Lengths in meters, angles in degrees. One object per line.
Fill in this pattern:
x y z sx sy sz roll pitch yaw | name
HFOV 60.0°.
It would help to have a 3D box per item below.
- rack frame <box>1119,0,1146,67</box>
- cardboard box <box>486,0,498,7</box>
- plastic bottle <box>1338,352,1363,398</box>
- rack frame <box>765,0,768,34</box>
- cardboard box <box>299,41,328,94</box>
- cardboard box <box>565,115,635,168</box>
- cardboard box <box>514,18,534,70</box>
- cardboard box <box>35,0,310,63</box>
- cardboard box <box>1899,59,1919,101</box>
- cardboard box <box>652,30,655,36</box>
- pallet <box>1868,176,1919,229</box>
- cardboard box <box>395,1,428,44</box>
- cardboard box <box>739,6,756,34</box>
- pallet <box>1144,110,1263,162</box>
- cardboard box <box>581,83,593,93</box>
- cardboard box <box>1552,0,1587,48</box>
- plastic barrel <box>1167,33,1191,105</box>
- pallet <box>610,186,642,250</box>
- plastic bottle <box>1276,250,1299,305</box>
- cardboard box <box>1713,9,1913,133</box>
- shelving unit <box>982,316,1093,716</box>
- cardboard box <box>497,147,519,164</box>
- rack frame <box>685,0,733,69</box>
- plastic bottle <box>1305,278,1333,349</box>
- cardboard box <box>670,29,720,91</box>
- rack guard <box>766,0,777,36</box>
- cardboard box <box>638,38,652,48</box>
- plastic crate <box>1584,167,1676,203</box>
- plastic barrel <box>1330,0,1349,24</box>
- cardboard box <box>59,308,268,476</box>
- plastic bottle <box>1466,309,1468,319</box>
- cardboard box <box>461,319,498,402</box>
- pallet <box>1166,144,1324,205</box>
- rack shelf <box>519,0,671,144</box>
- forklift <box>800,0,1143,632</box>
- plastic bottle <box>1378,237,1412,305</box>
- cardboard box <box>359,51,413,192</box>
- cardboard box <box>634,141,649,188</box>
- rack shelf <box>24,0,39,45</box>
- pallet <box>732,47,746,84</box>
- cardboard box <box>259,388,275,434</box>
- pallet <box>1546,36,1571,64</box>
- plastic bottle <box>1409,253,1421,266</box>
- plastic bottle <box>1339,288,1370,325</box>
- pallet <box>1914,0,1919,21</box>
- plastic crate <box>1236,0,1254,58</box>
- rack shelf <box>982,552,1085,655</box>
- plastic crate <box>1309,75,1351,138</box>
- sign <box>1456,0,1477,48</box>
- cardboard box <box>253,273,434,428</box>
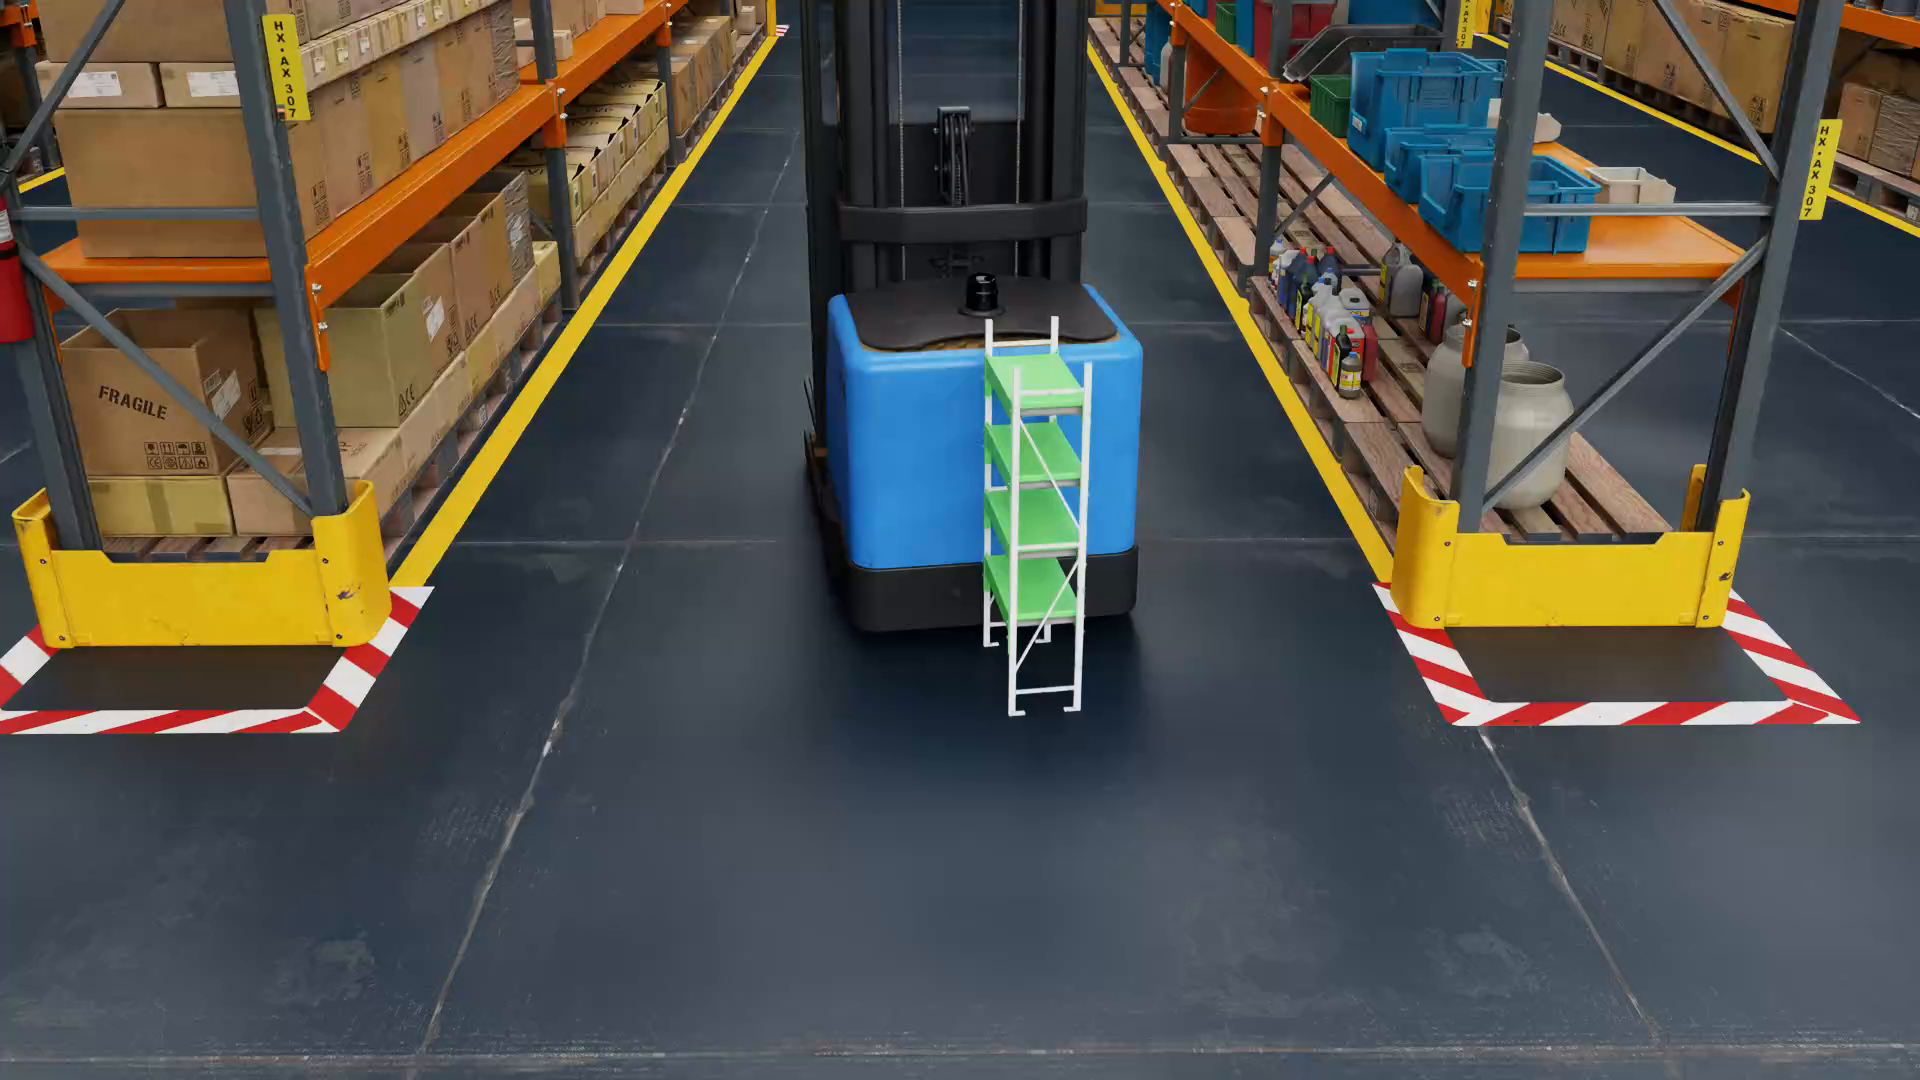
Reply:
2.131 -6.032 16.447 1.000 3.000 0.127 0 24 -1 | rack frame
-2.512 -2.735 8.249 0.380 0.149 0.250 -1 24 -2 | cardboard box
1.803 -0.768 7.669 0.097 0.201 0.097 0 24 0 | plastic bottle
-2.866 -7.660 20.046 1.000 3.000 0.127 0 24 -1 | rack frame
-2.486 -1.679 5.914 0.380 0.149 0.250 -1 24 -2 | cardboard box
-2.508 -2.714 11.257 0.500 0.311 0.500 0 24 1 | cardboard box
-2.784 -2.849 9.592 0.500 0.250 0.500 1 24 3 | cardboard box
-2.684 -1.917 5.654 0.700 0.500 0.500 0 24 0 | cardboard box
7.180 -3.315 12.029 0.500 0.250 0.500 2 24 5 | cardboard box
-3.050 -4.802 15.317 0.500 0.250 0.500 0 24 0 | cardboard box
7.145 -2.312 11.606 1.003 0.211 1.213 0 24 -1 | pallet
-2.496 -2.204 7.074 0.380 0.149 0.250 0 24 0 | cardboard box
-2.633 -5.993 19.163 0.500 0.250 0.500 0 24 -1 | cardboard box
2.124 -3.438 14.095 1.003 0.211 1.213 0 24 -1 | pallet
-3.067 -3.340 12.641 0.500 0.311 0.500 1 24 1 | cardboard box
7.147 -5.921 18.270 0.875 0.875 0.875 0 24 -1 | cardboard box
2.140 -4.143 14.688 0.600 0.588 0.708 0 24 -1 | plastic barrel
-2.798 -2.252 11.472 1.003 0.211 1.213 0 24 -1 | pallet
1.814 -1.429 9.040 0.152 0.276 0.135 1 24 1 | plastic bottle
7.141 -3.914 13.832 1.225 0.875 0.875 -1 24 -3 | cardboard box
0.241 -0.078 5.467 0.258 1.200 0.503 -4 25 -8 | shelving unit
-3.038 -2.289 10.317 0.500 0.311 0.500 0 24 1 | cardboard box
-2.822 -6.011 16.401 1.000 3.000 0.127 0 24 -1 | rack frame
1.819 -1.142 8.315 0.144 0.351 0.185 0 24 -1 | plastic bottle
-2.528 -4.460 15.472 0.500 0.500 0.500 0 24 0 | cardboard box
-2.865 -6.489 20.492 1.175 0.500 0.348 0 24 -1 | rack guard
-3.041 -4.238 14.981 0.500 0.500 0.500 -1 24 -3 | cardboard box
2.574 -1.337 6.387 0.298 0.136 0.250 0 24 -1 | plastic crate
2.427 -3.193 10.004 0.433 0.535 0.433 0 24 0 | plastic barrel
-2.995 -0.566 6.279 0.500 0.500 0.500 0 24 -1 | cardboard box
2.547 -1.059 8.229 0.097 0.271 0.097 0 24 0 | plastic bottle
-2.489 -0.845 7.806 0.500 0.250 0.500 0 24 -1 | cardboard box
2.144 -2.794 12.671 1.003 0.211 1.213 0 24 -1 | pallet
-2.757 -3.211 11.083 1.077 0.370 4.000 0 24 -1 | rack shelf
-0.096 -1.589 6.707 1.130 2.935 3.031 -4 25 -8 | forklift
2.369 -1.464 9.028 0.144 0.351 0.185 0 24 -1 | plastic bottle
-2.694 -1.726 6.804 0.700 0.500 0.500 0 24 0 | cardboard box
-2.517 -2.666 11.832 0.500 0.250 0.500 0 24 1 | cardboard box
-7.754 -4.836 14.675 1.077 0.370 4.000 0 24 -1 | rack shelf
-2.829 -5.024 17.602 1.003 0.211 1.213 0 24 -1 | pallet
-3.010 -0.431 6.889 0.500 0.250 0.500 0 24 -1 | cardboard box
7.137 -5.601 18.879 1.003 0.211 1.213 0 24 -1 | pallet
2.513 -1.465 9.030 0.144 0.351 0.185 -1 24 -2 | plastic bottle
1.967 -1.119 8.355 0.152 0.276 0.135 0 24 -1 | plastic bottle
7.190 -3.503 11.088 1.003 0.211 1.213 0 24 -1 | pallet
1.895 -3.181 10.164 0.392 0.384 0.575 0 24 -1 | plastic crate
0.241 0.199 5.592 0.258 0.148 0.480 -4 25 -8 | rack shelf
1.951 -2.078 7.963 0.450 0.188 0.662 0 24 -1 | plastic crate
2.768 -2.860 9.097 0.100 0.325 0.005 0 24 -1 | sign
-2.482 -0.775 6.740 0.500 0.500 0.500 0 24 -1 | cardboard box
